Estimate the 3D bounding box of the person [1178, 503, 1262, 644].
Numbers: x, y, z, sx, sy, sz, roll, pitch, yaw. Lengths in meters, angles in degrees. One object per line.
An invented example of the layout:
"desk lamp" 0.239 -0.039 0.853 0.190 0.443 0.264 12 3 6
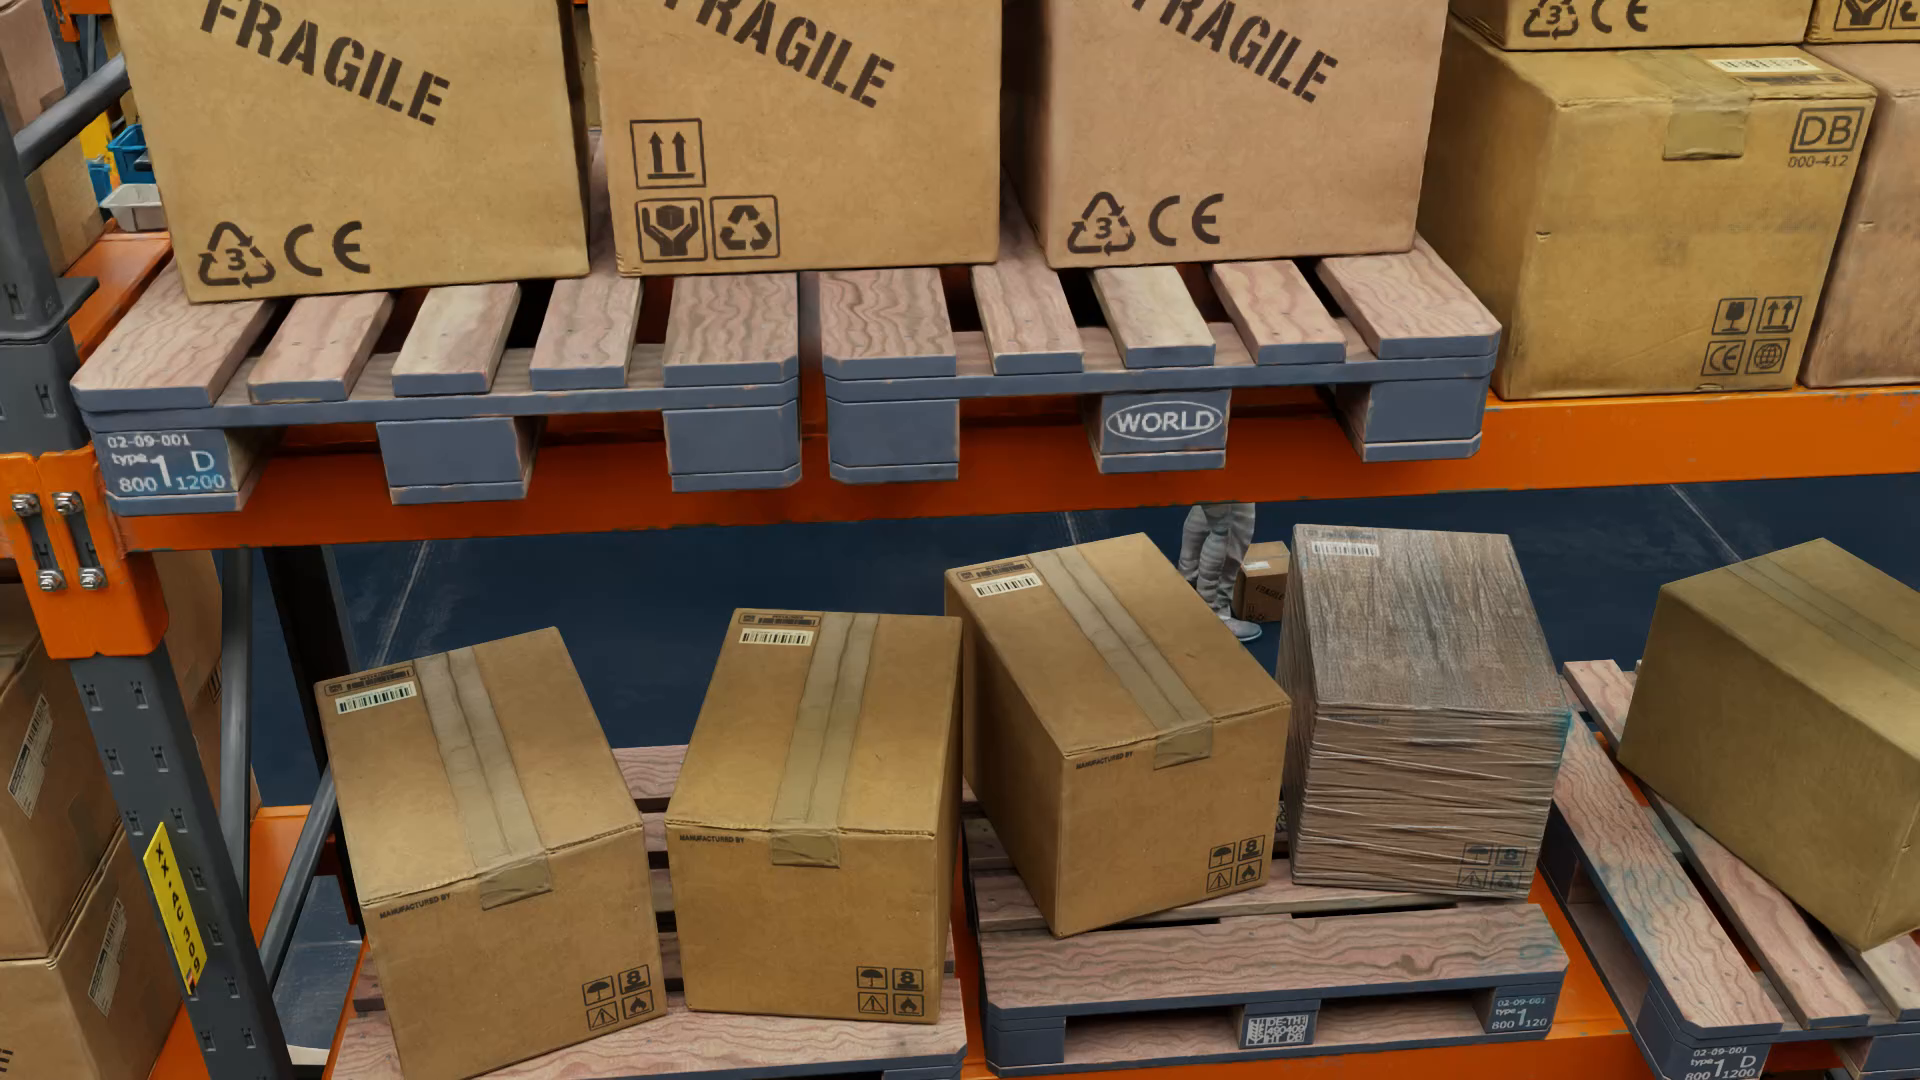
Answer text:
"person" 1.089 -0.409 6.801 0.468 1.665 0.554 -4 32 -7
